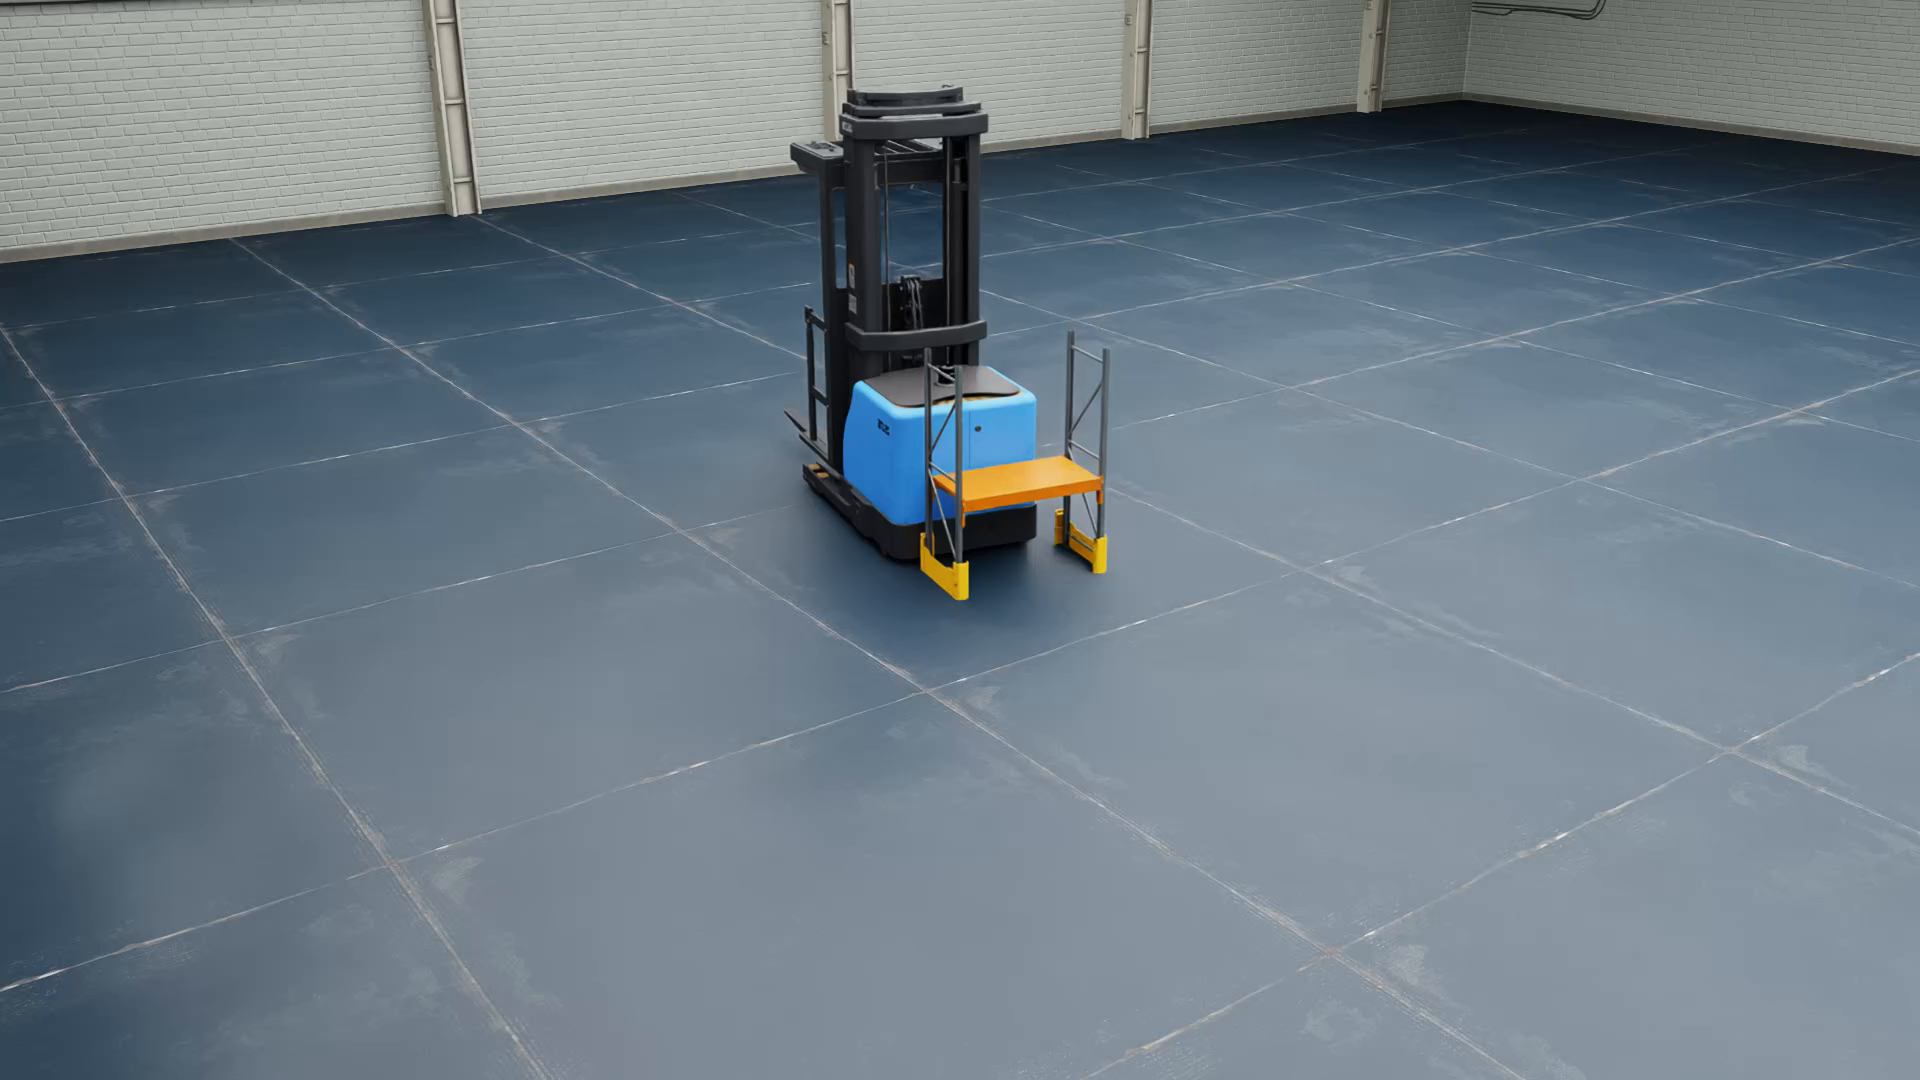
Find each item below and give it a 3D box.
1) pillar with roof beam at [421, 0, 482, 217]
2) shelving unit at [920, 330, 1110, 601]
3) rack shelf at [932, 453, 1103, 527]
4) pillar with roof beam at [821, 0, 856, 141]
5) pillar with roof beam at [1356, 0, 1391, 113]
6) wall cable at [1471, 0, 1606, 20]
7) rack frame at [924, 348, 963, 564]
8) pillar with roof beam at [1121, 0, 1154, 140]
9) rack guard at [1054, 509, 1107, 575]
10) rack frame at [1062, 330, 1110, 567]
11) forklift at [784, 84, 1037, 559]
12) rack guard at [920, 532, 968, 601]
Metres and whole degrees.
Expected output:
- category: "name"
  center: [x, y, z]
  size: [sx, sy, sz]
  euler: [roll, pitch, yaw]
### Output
- category: "pillar with roof beam"
  center: [-4.186, -7.296, 17.539]
  size: [0.400, 9.000, 9.100]
  euler: [-15, 26, -33]
- category: "shelving unit"
  center: [0.348, -0.494, 10.610]
  size: [1.083, 1.500, 0.587]
  euler: [-10, 24, -23]
- category: "rack shelf"
  center: [0.356, -0.328, 10.680]
  size: [1.000, 0.185, 0.538]
  euler: [-10, 24, -23]
- category: "pillar with roof beam"
  center: [0.685, -8.595, 20.793]
  size: [0.400, 9.000, 9.100]
  euler: [-15, 26, -33]
- category: "pillar with roof beam"
  center: [10.426, -11.192, 27.302]
  size: [0.400, 9.000, 9.100]
  euler: [-15, 26, -33]
- category: "wall cable"
  center: [11.075, -11.285, 31.724]
  size: [0.112, 2.526, 3.097]
  euler: [-15, 26, -33]
- category: "rack frame"
  center: [-0.104, -0.414, 10.411]
  size: [0.032, 1.500, 0.500]
  euler: [-10, 24, -23]
- category: "pillar with roof beam"
  center: [5.555, -9.893, 24.048]
  size: [0.400, 9.000, 9.100]
  euler: [-15, 26, -33]
- category: "rack guard"
  center: [0.798, 0.008, 11.039]
  size: [0.087, 0.250, 0.587]
  euler: [-10, 24, -23]
- category: "rack frame"
  center: [0.815, -0.576, 10.815]
  size: [0.032, 1.500, 0.500]
  euler: [-10, 24, -23]
- category: "forklift"
  center: [-0.522, -1.747, 11.821]
  size: [1.130, 2.935, 3.031]
  euler: [-9, 23, -21]
- category: "rack guard"
  center: [-0.103, 0.166, 10.644]
  size: [0.087, 0.250, 0.587]
  euler: [-10, 24, -23]
